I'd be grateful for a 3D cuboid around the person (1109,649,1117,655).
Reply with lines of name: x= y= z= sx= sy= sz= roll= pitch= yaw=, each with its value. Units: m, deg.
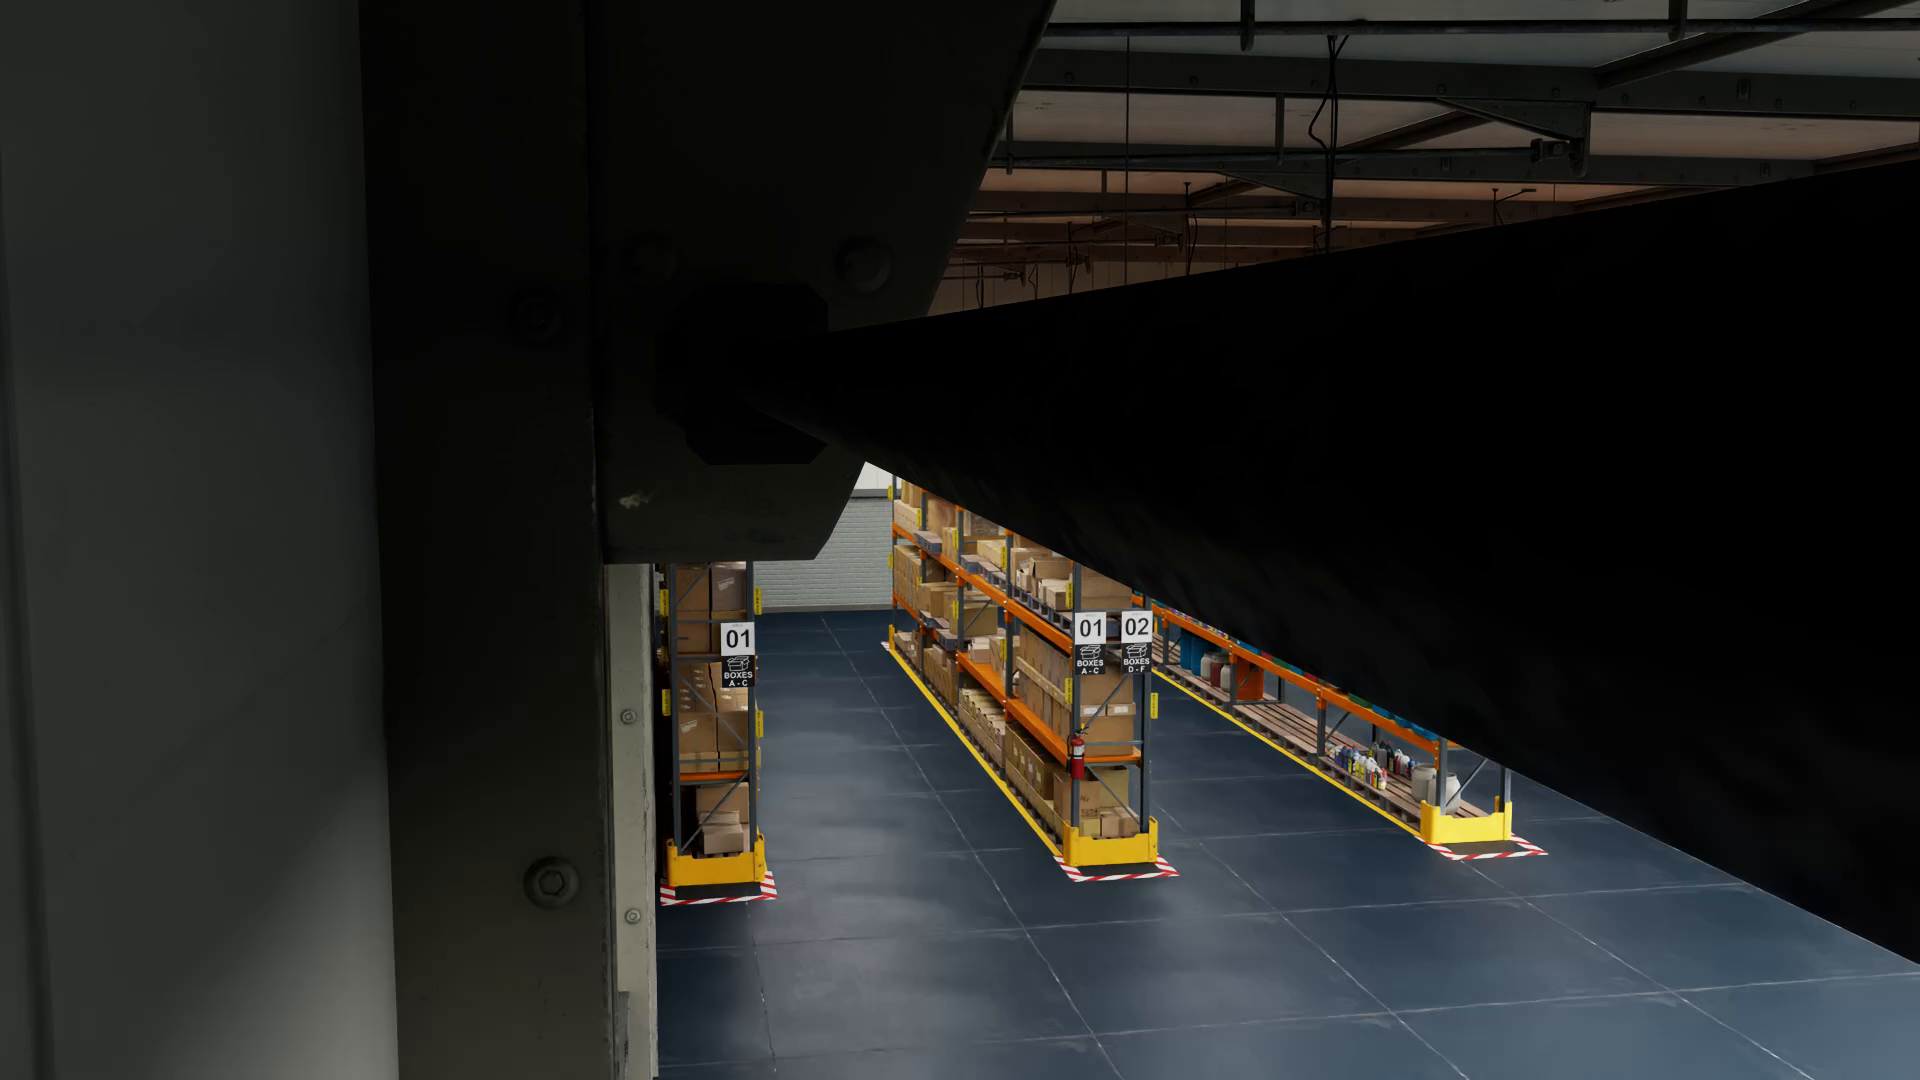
person: x=3.009 y=1.879 z=33.675 sx=0.500 sy=1.714 sz=0.373 roll=-5 pitch=8 yaw=-40
